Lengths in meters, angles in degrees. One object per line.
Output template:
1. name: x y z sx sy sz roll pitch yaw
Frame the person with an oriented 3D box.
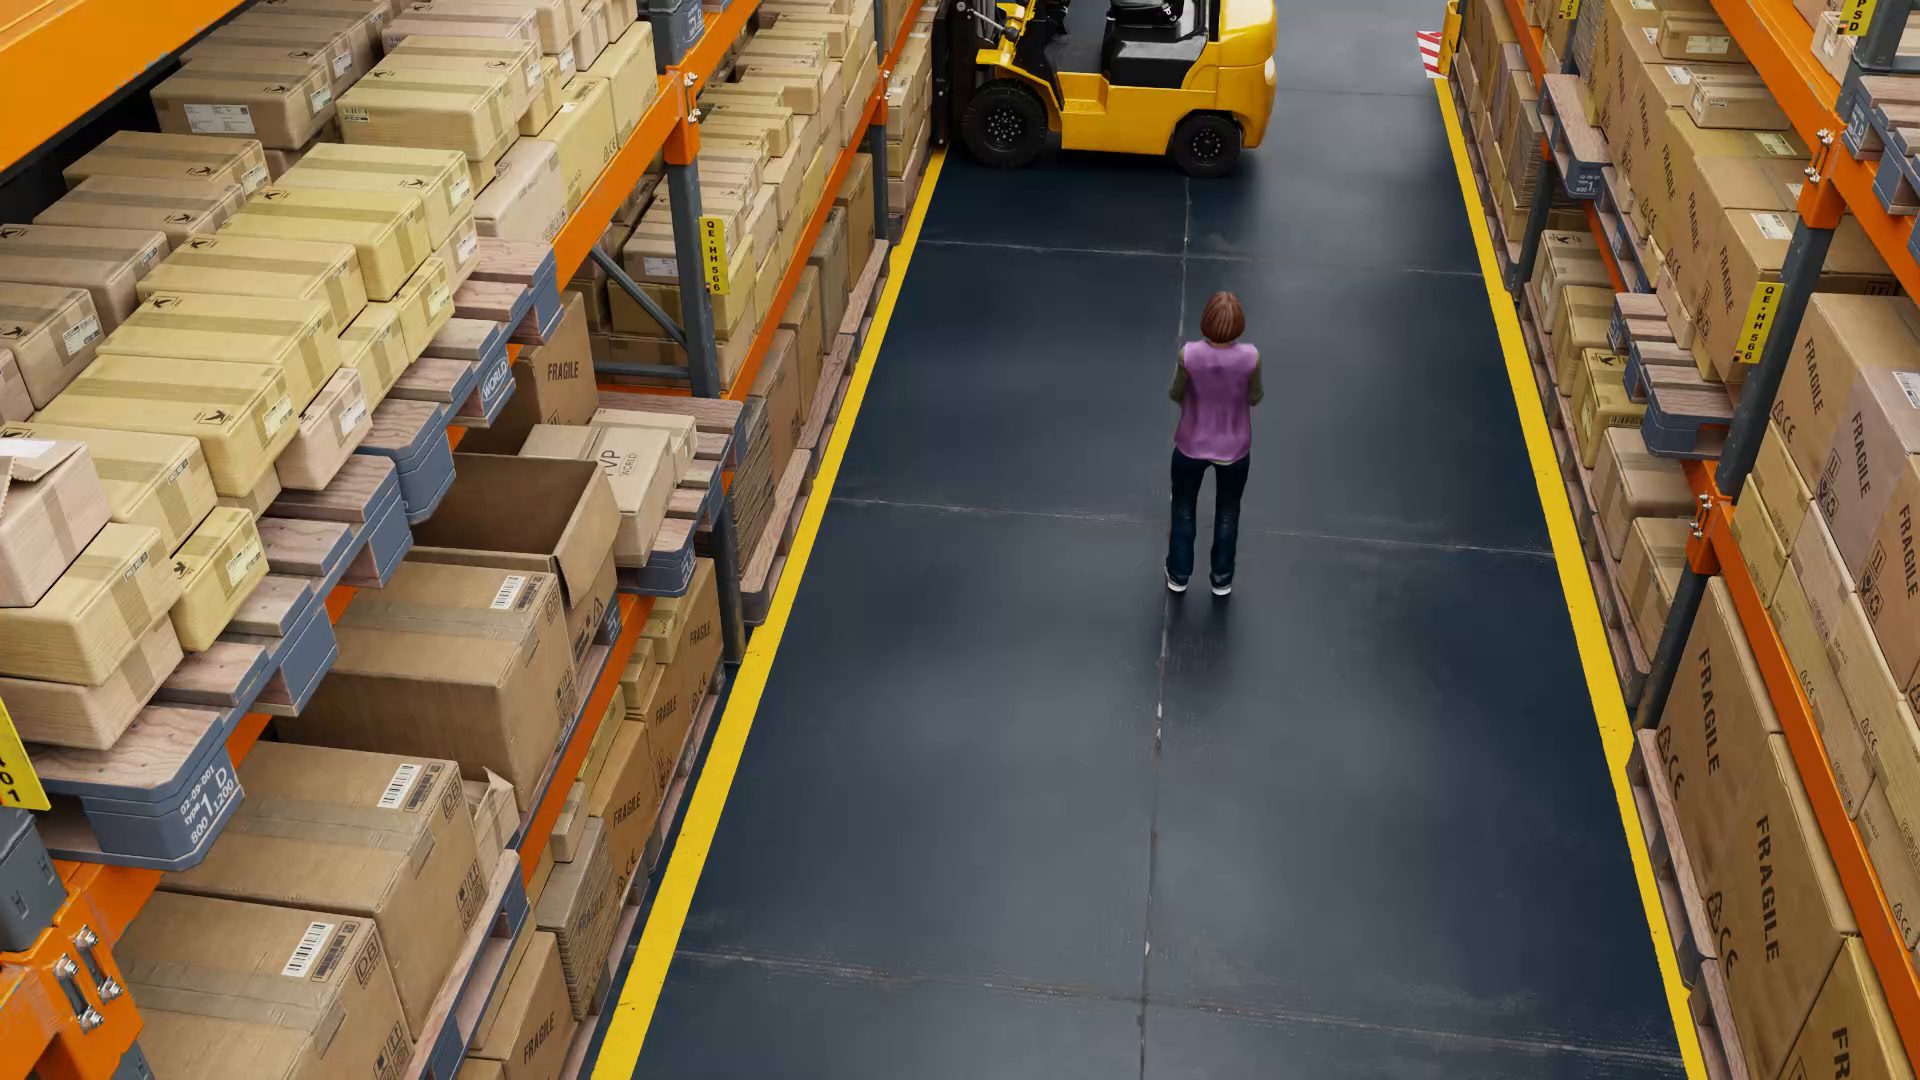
1. person: 1.163 -0.479 7.686 0.425 1.596 0.489 4 37 6
